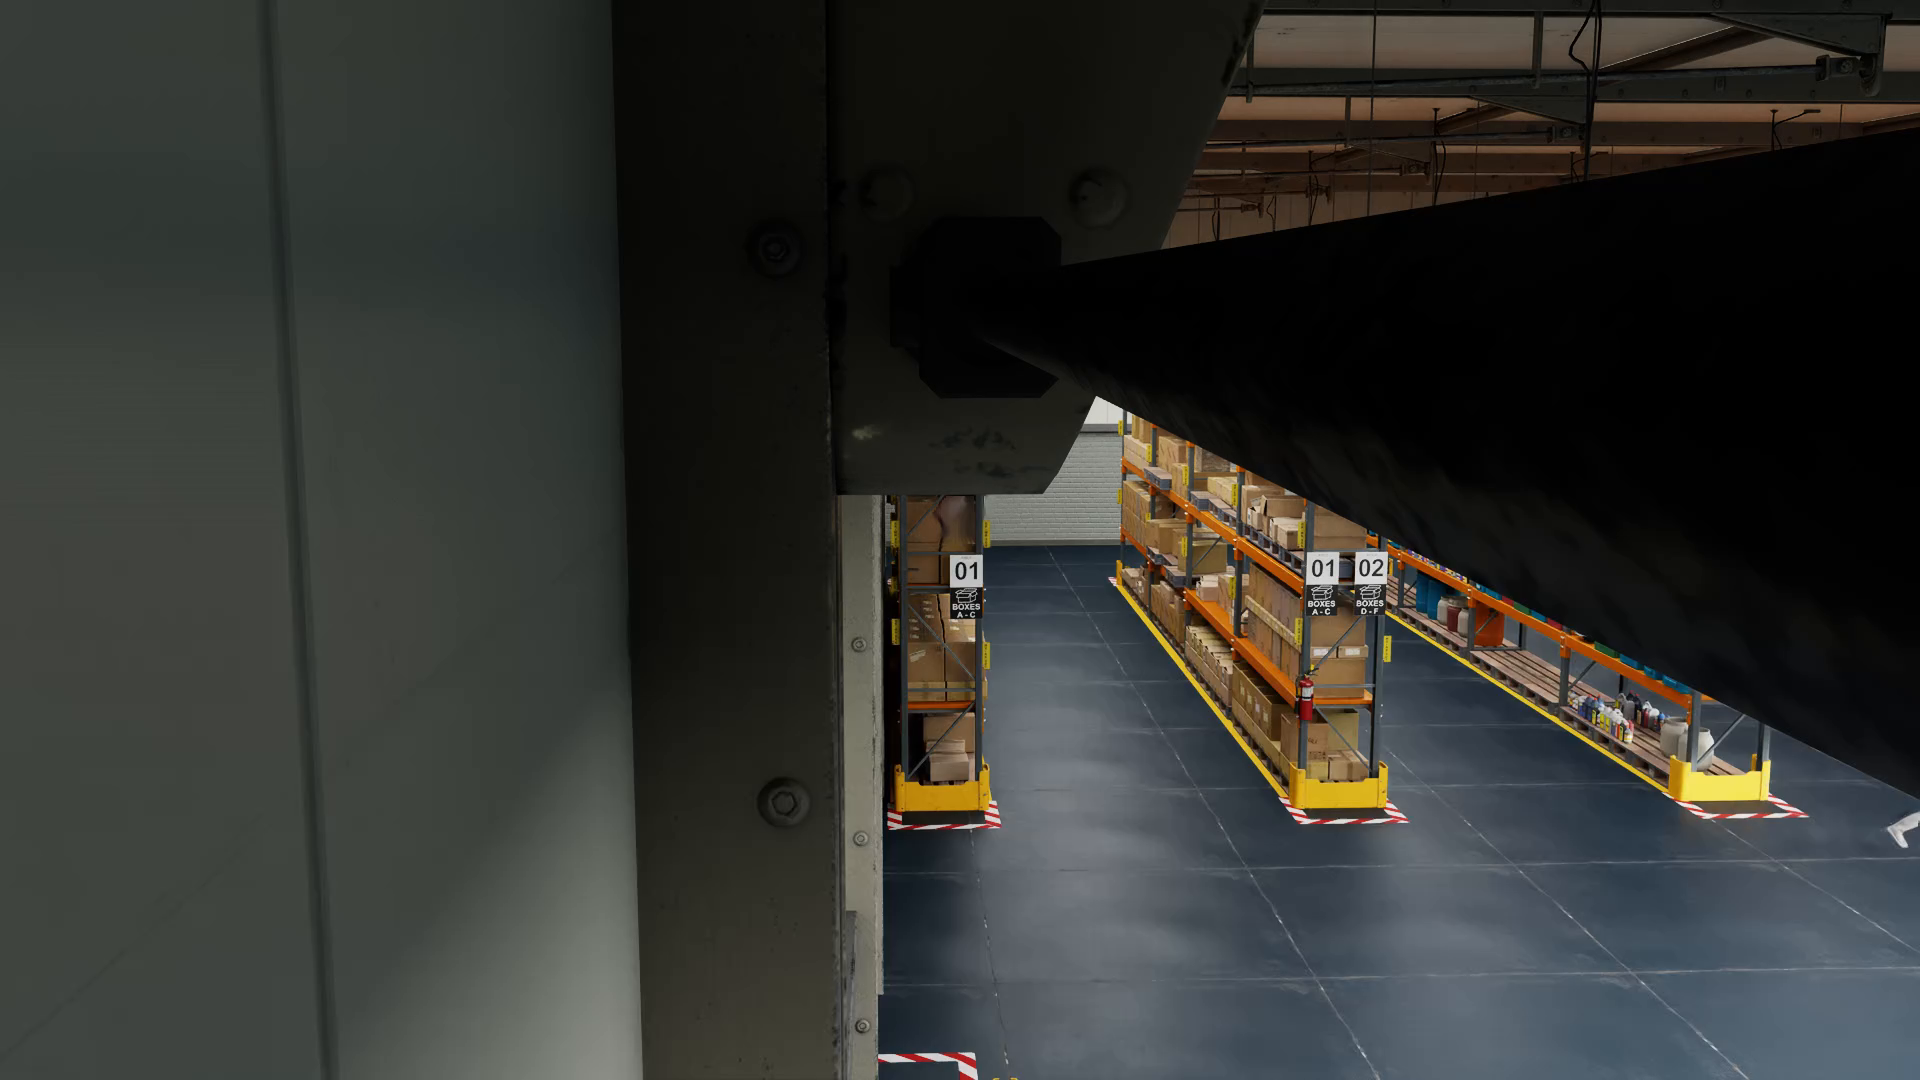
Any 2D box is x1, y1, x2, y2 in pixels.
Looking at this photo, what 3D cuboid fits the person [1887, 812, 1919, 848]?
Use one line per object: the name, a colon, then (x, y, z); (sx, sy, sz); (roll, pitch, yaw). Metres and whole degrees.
person: (11.051, 2.745, 18.778); (0.934, 1.711, 0.623); (5, 10, 30)
